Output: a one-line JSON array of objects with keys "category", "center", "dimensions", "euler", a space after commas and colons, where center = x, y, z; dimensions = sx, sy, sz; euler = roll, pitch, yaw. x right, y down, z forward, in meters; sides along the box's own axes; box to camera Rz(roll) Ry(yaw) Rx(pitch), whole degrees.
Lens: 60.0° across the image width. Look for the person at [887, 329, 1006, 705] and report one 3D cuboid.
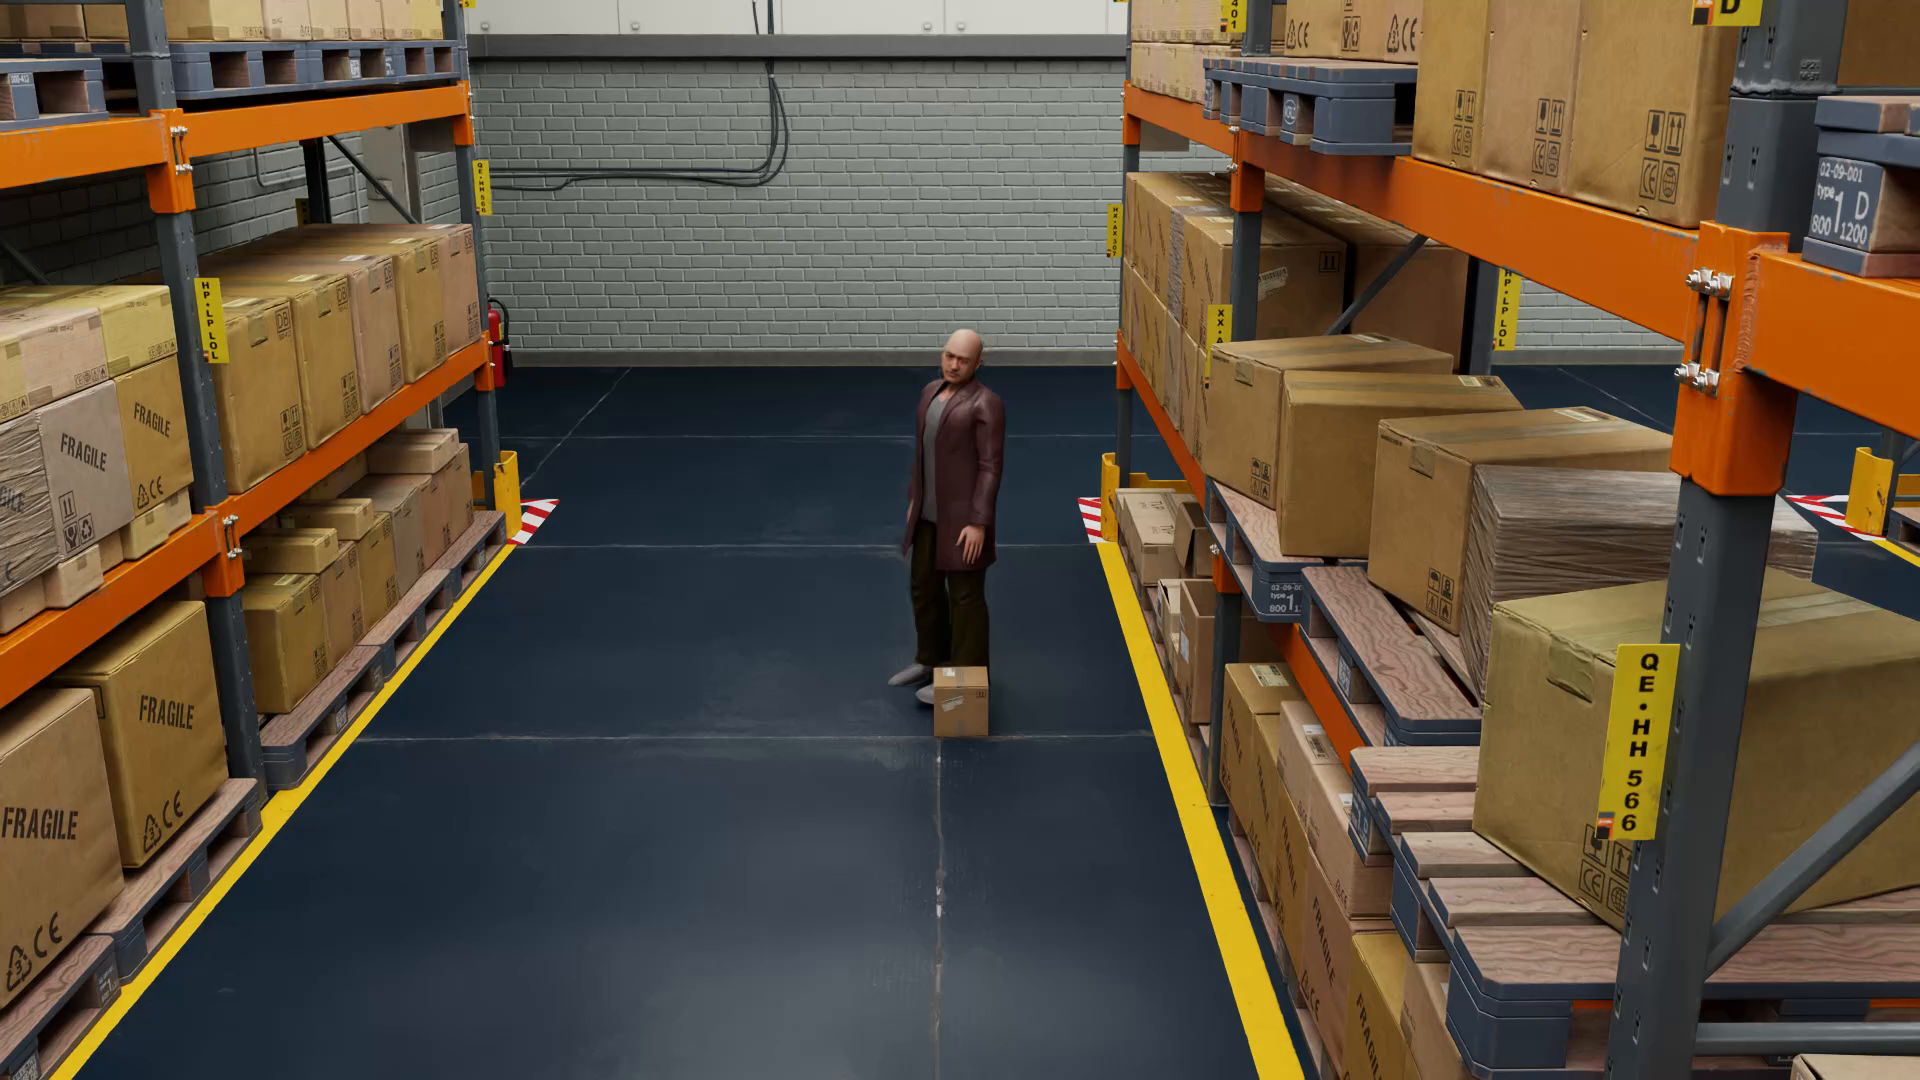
[{"category": "person", "center": [-0.071, -0.085, 7.863], "dimensions": [0.415, 1.818, 0.646], "euler": [-13, 21, -37]}]
